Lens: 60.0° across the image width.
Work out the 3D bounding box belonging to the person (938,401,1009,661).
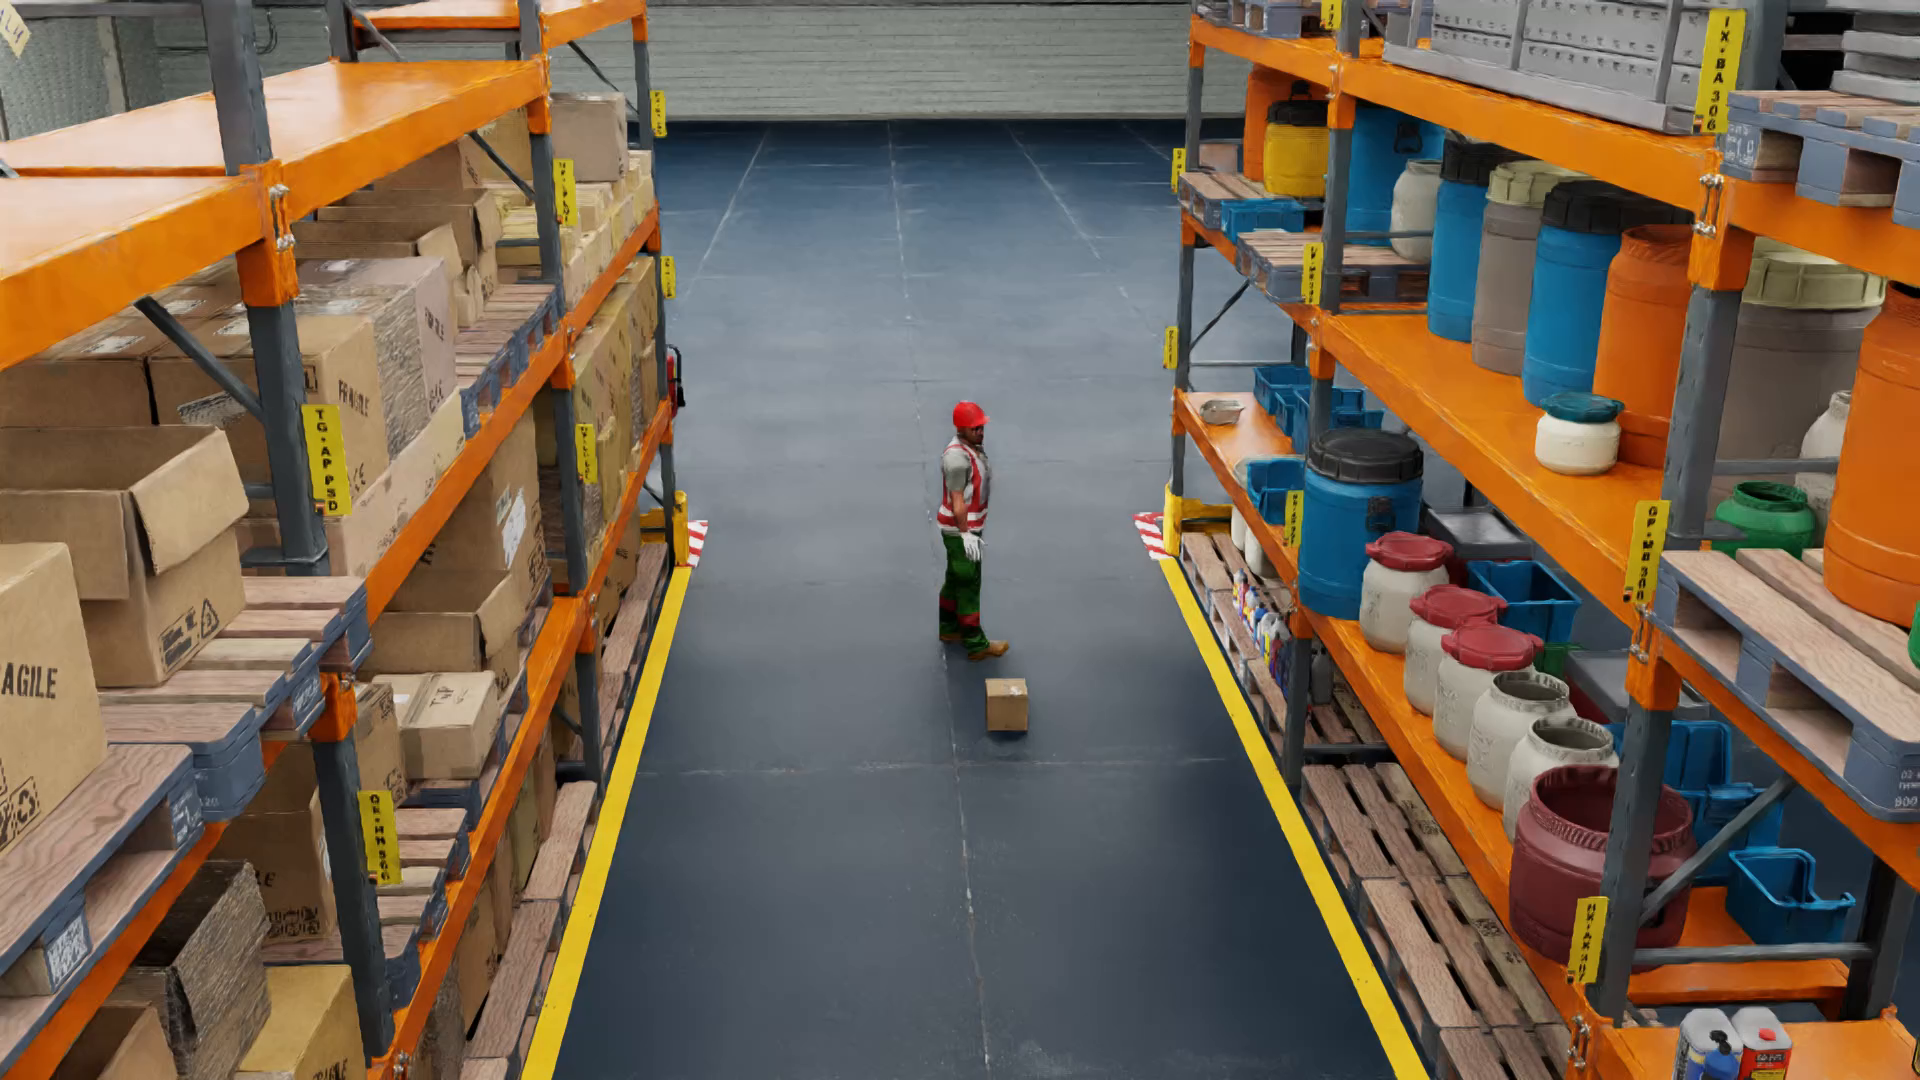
[{"bbox_3d":[0.083,-0.076,11.189,0.525,1.792,0.575,4,21,11],"label":"person"}]
